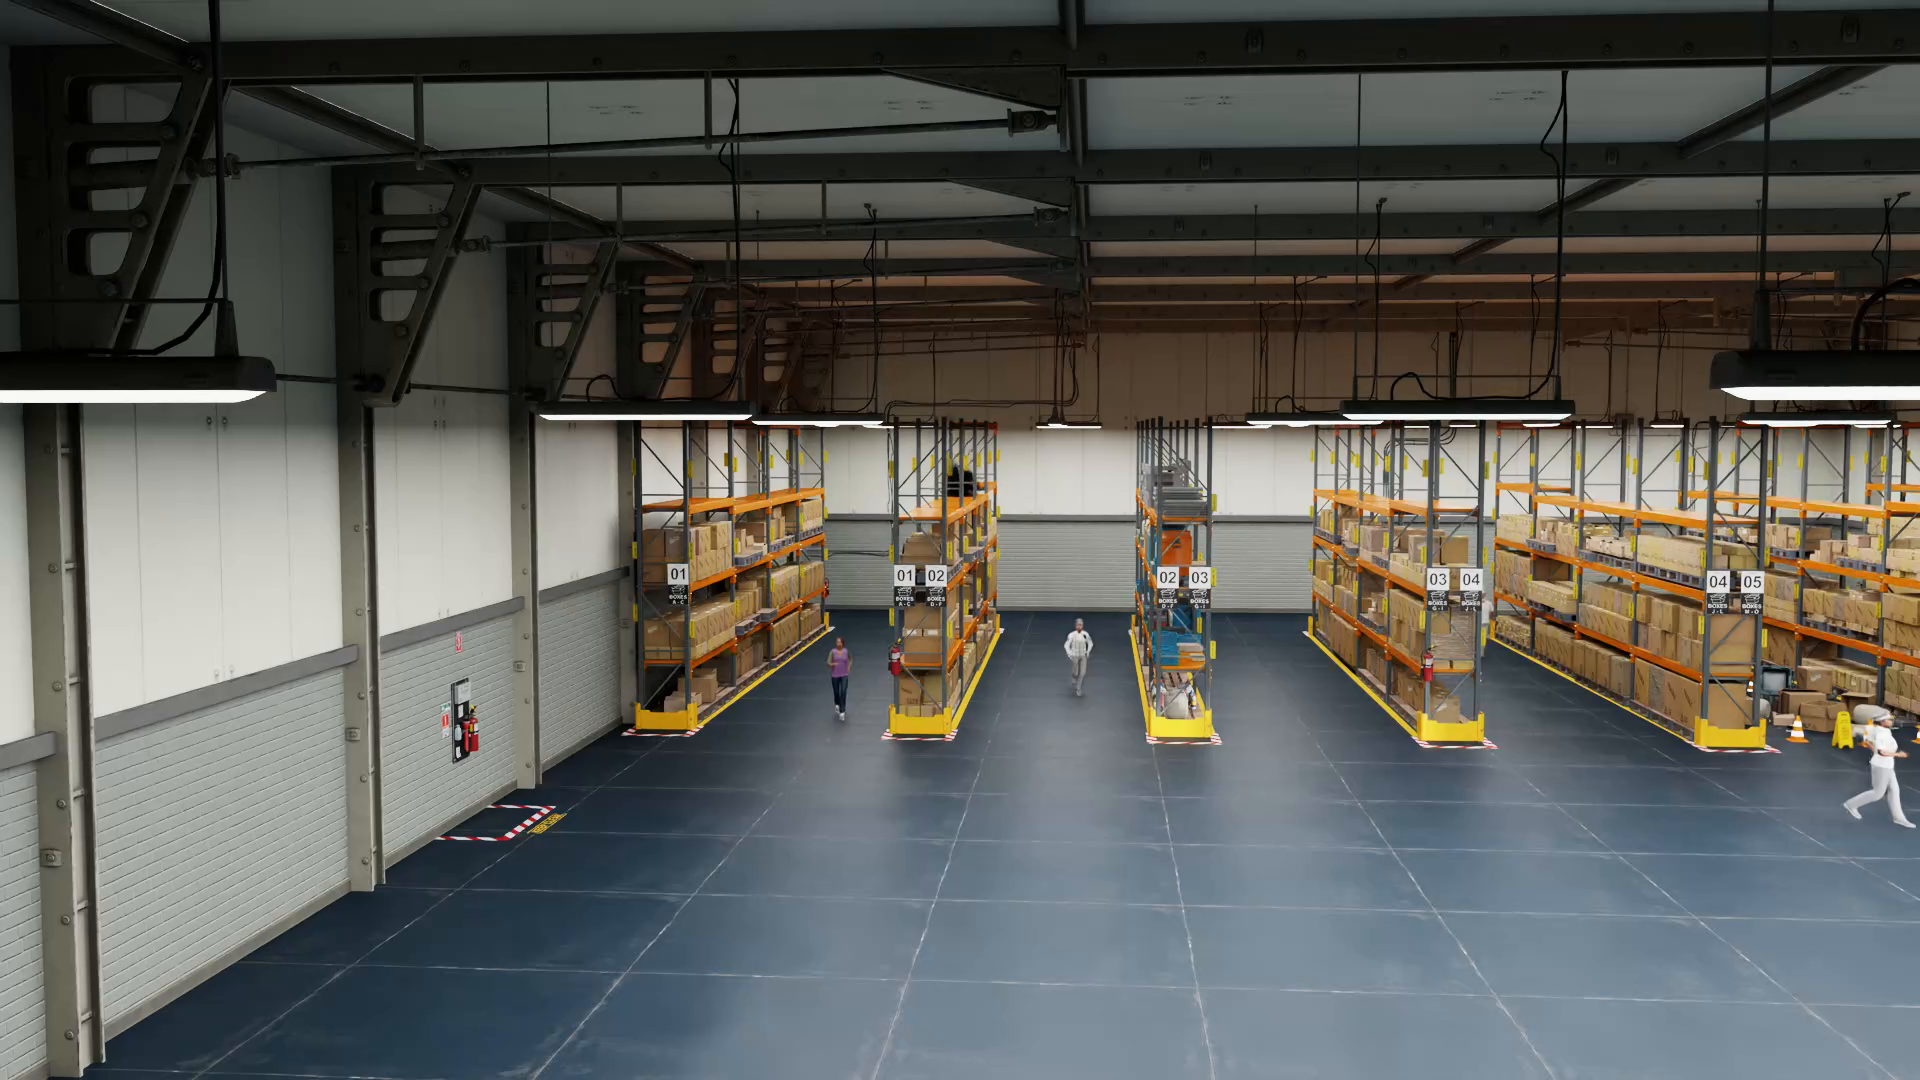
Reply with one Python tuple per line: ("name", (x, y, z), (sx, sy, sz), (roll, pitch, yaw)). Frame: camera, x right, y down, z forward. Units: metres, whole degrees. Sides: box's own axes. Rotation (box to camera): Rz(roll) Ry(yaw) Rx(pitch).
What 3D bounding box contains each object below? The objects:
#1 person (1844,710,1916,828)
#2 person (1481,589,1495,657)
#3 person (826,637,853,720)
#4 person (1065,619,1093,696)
("person", (13.326, 3.288, 24.055), (0.924, 1.698, 0.579), (2, 4, 31))
("person", (13.257, 2.103, 42.299), (0.700, 1.717, 0.610), (0, 4, 6))
("person", (-2.396, 2.731, 33.158), (0.538, 1.596, 0.844), (0, 4, -4))
("person", (2.604, 2.540, 36.321), (0.625, 1.657, 0.600), (0, 4, -3))
